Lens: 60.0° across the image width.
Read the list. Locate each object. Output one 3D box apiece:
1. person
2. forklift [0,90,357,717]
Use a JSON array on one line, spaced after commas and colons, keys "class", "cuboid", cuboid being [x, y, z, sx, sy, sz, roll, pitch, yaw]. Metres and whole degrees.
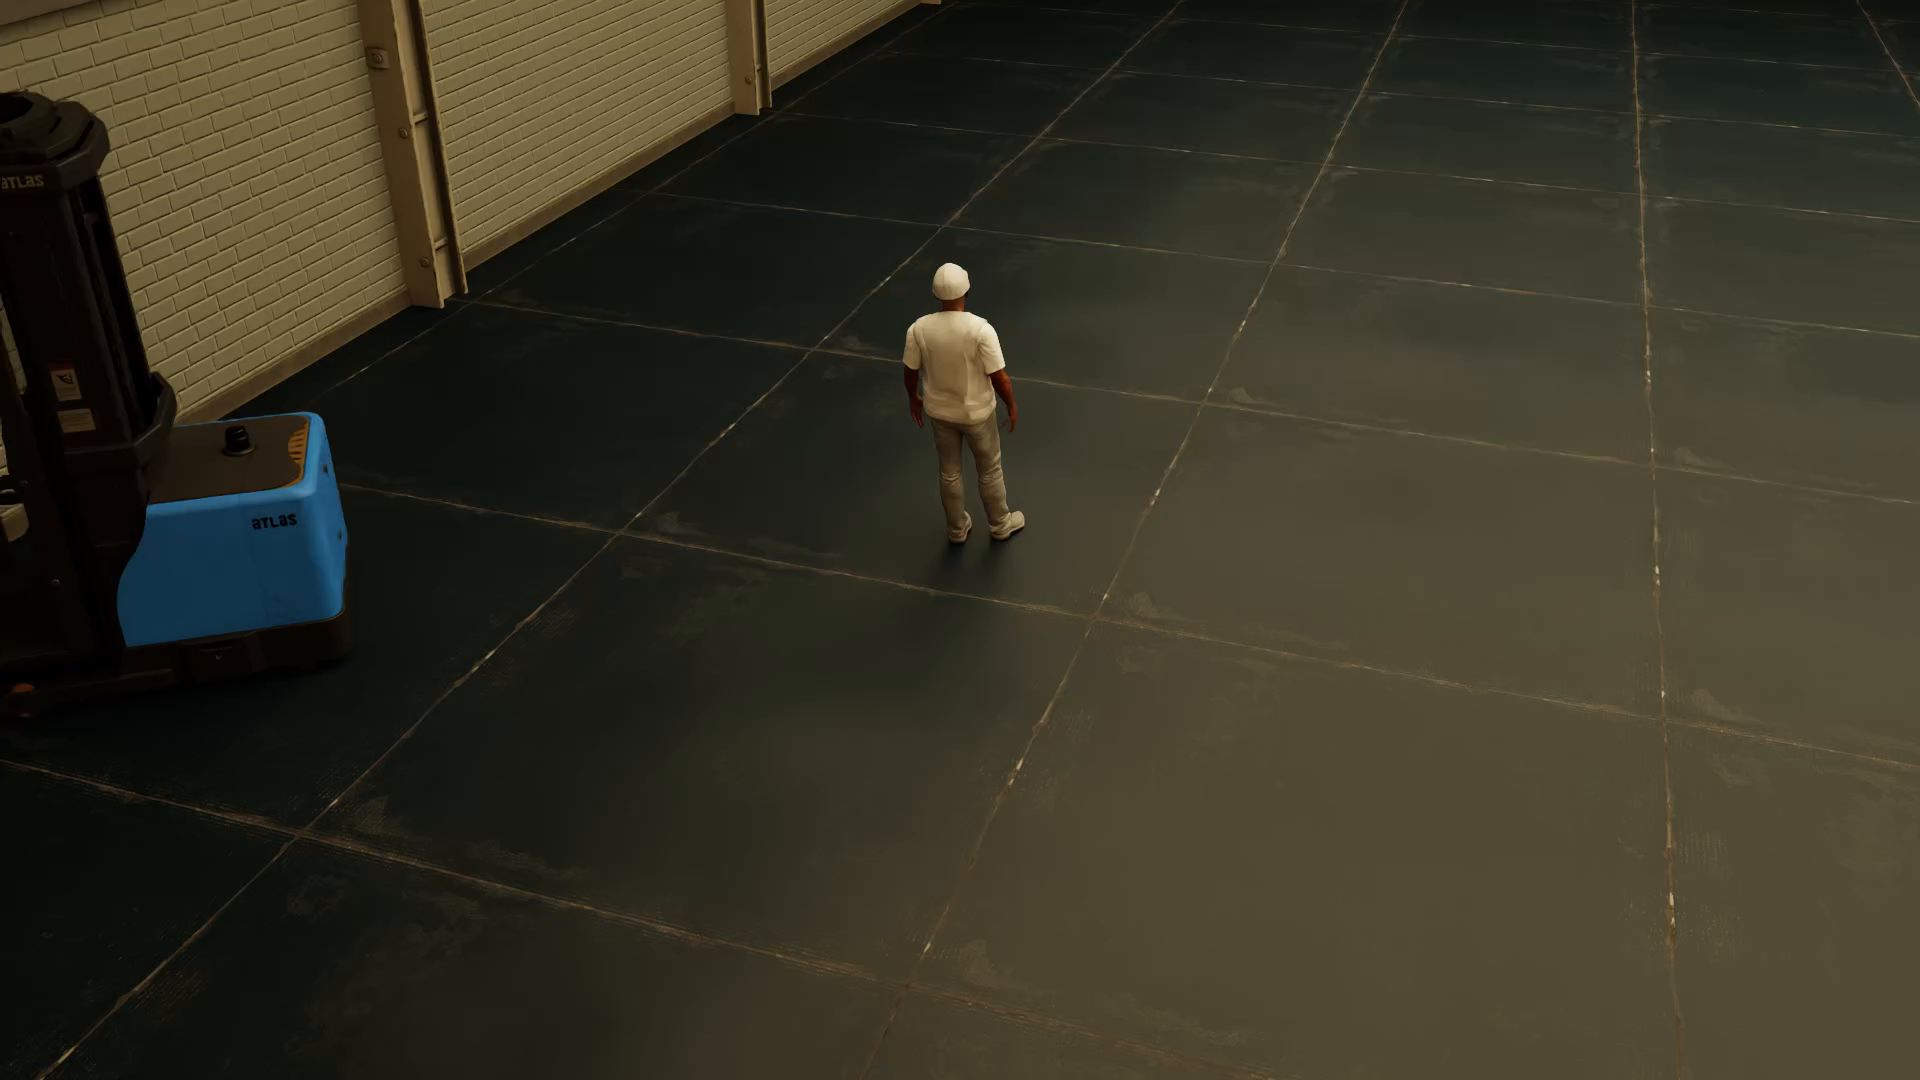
[{"class": "person", "cuboid": [0.029, -0.805, 9.710, 0.665, 1.765, 0.577, 10, 31, 16]}, {"class": "forklift", "cuboid": [-4.838, -0.633, 8.247, 3.031, 2.935, 1.130, -8, 31, -14]}]
